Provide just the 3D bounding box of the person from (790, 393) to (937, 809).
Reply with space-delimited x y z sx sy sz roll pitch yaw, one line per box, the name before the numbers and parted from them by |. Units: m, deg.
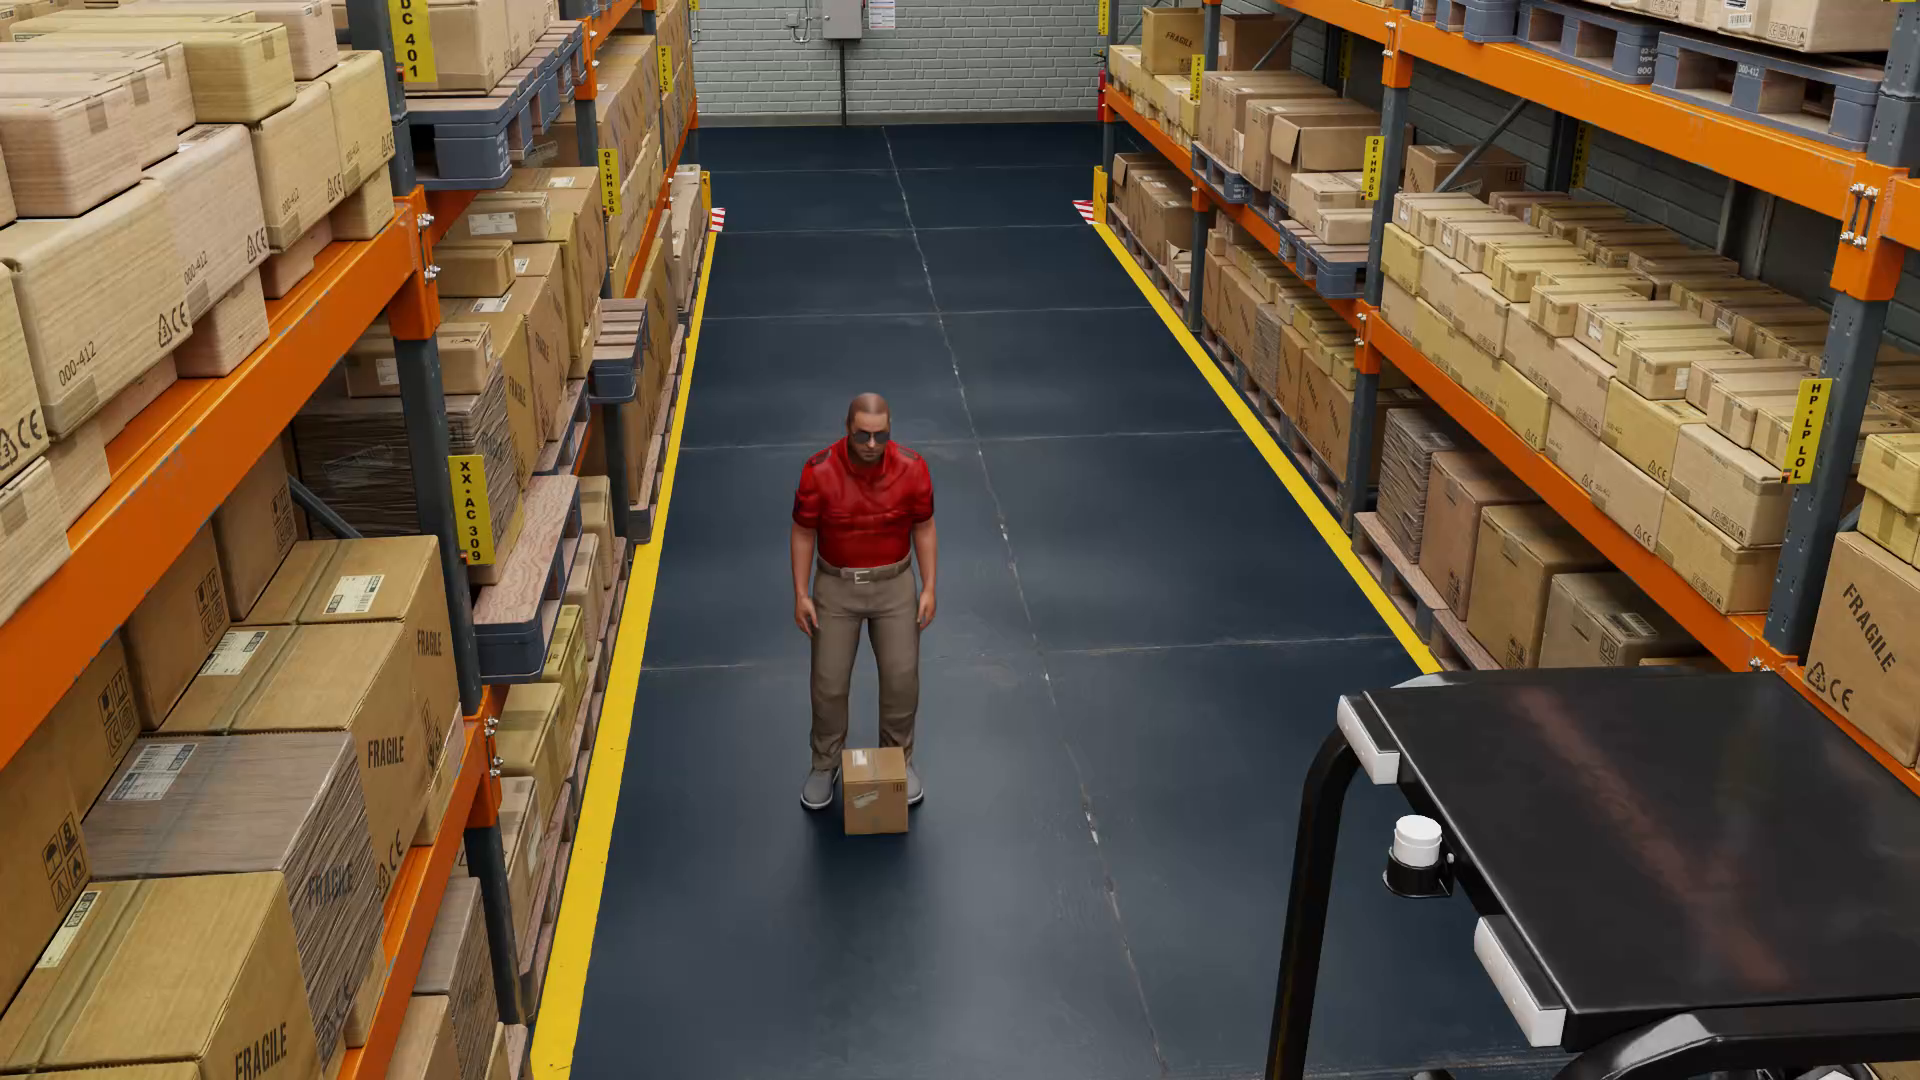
person | -0.374 0.228 6.596 0.587 1.725 0.405 -3 24 -7
